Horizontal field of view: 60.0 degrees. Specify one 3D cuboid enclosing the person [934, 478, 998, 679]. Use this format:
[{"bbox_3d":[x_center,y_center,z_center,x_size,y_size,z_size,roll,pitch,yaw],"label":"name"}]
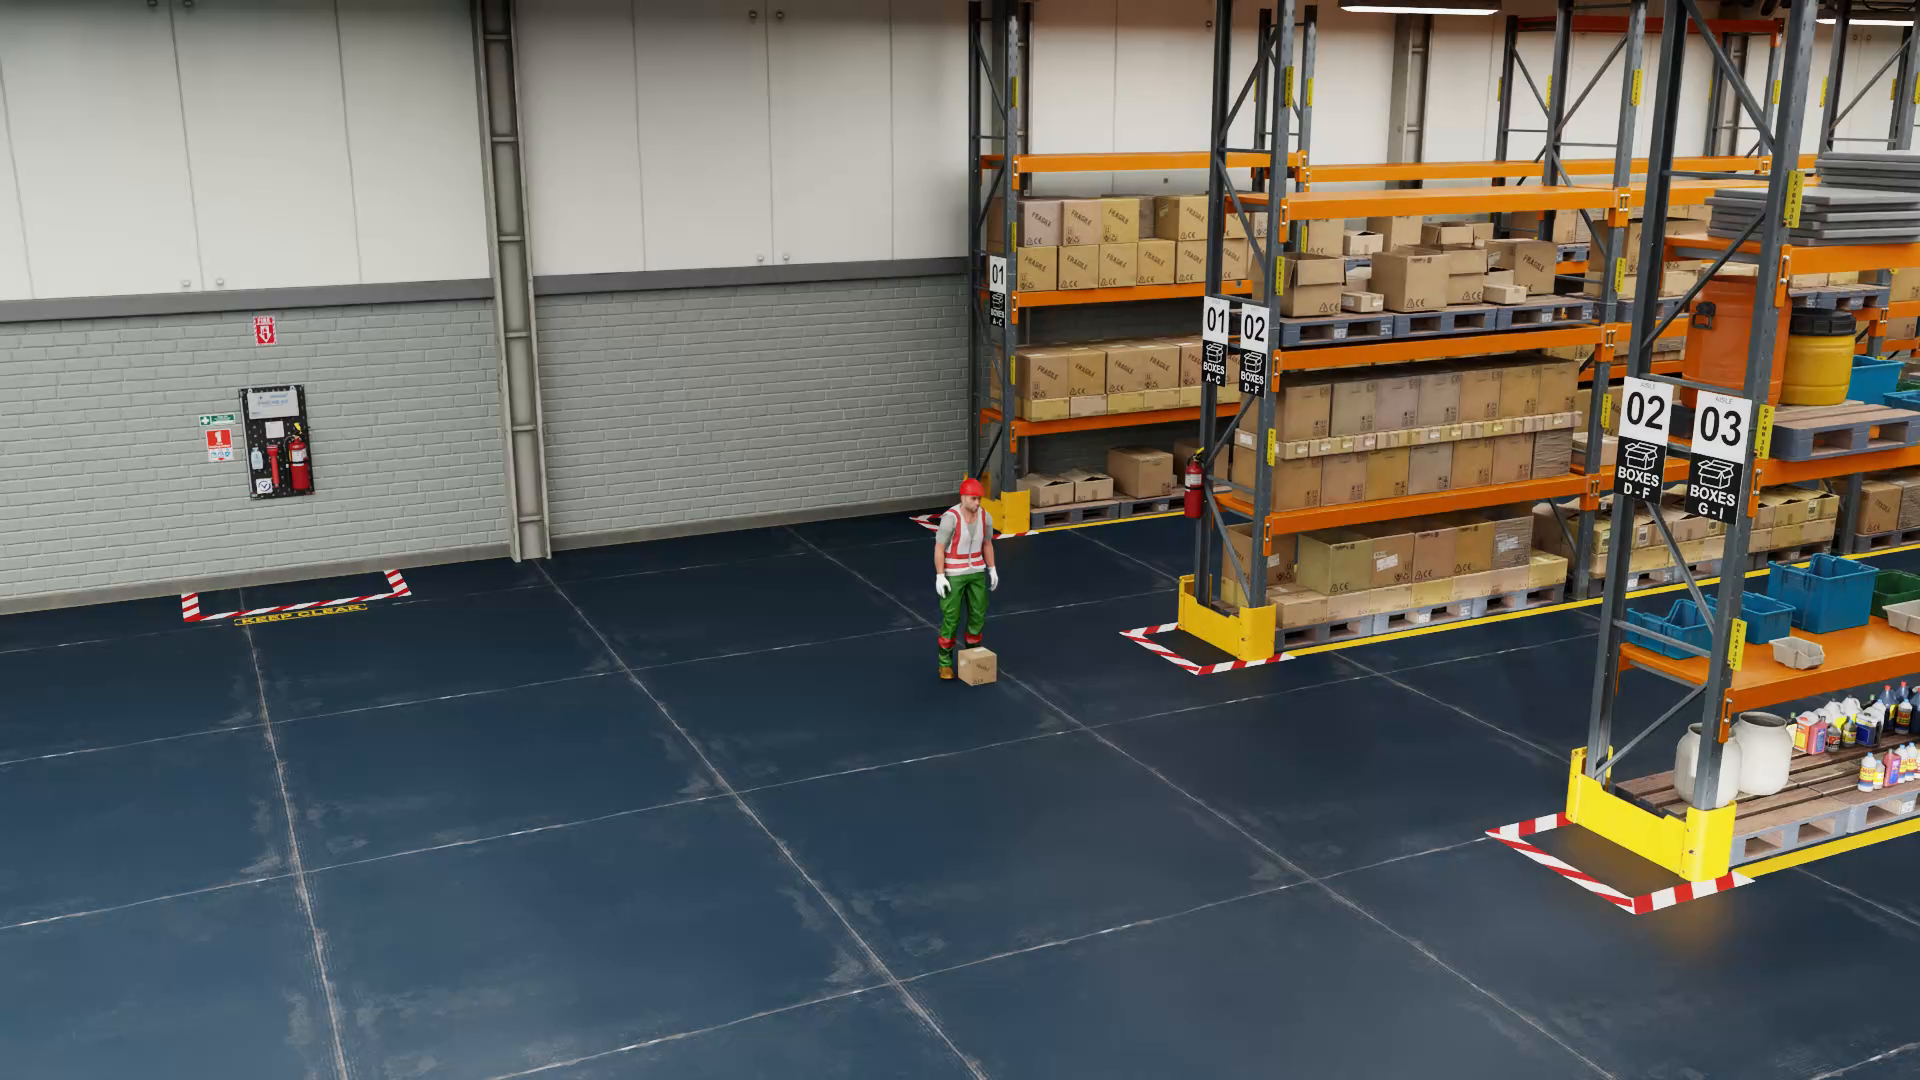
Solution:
[{"bbox_3d":[0.056,0.319,14.636,0.622,1.781,0.445,-8,17,-28],"label":"person"}]
